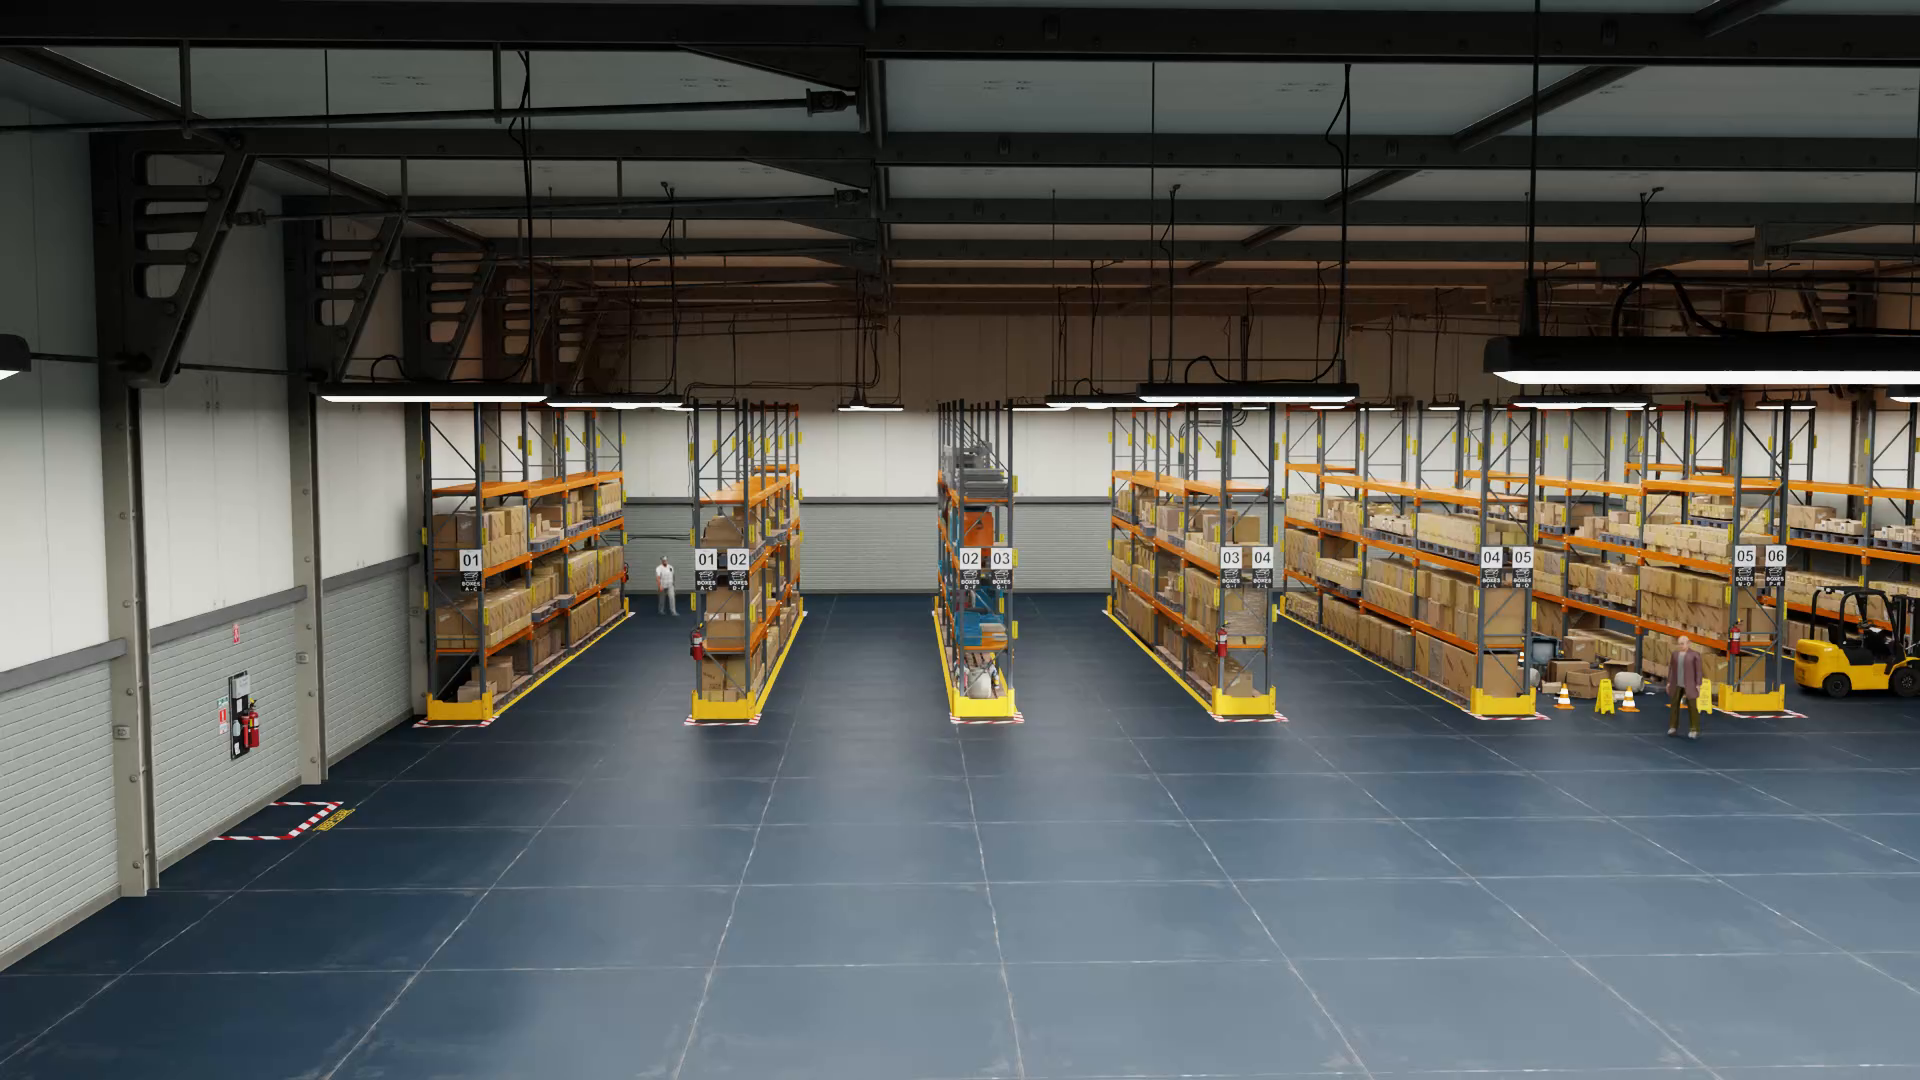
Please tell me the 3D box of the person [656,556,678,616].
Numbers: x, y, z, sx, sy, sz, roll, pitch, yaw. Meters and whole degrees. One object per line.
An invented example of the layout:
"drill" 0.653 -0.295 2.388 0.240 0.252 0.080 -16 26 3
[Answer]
"person" -8.275 1.286 46.885 0.590 1.700 1.026 -2 5 -25

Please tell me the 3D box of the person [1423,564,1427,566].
"person" 12.589 1.479 45.205 0.421 1.653 0.510 1 4 8

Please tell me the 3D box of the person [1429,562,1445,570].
"person" 14.696 1.012 51.300 0.553 1.719 0.498 -2 5 -25

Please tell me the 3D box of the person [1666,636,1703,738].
"person" 12.819 2.586 29.510 0.431 1.782 0.627 -4 6 -44
